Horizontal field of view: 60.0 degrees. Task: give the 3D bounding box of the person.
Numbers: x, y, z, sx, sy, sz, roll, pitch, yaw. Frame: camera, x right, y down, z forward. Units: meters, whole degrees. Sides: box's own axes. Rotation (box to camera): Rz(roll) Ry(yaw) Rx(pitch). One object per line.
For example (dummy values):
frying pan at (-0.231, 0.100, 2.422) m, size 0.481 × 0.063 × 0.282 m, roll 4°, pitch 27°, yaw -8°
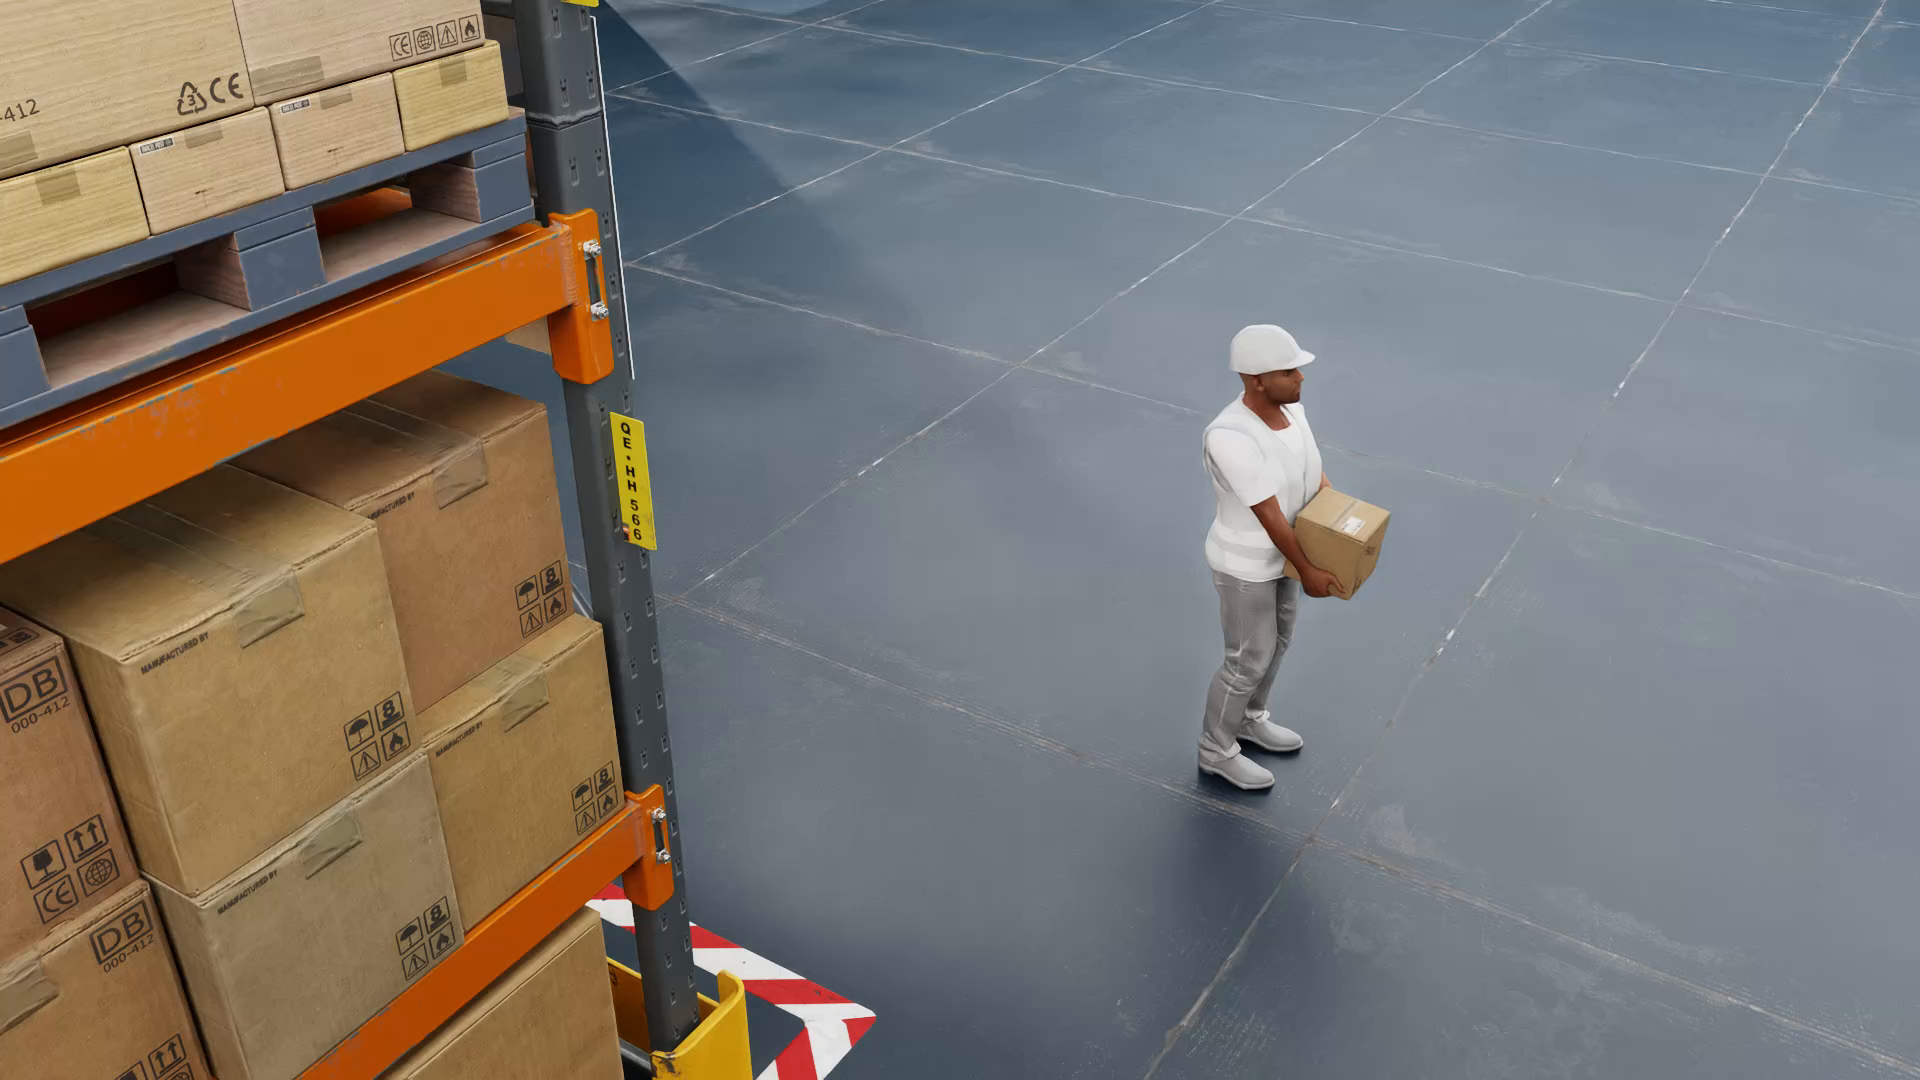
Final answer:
person at (1.163, 0.085, 5.968) m, size 0.577 × 1.760 × 0.503 m, roll 18°, pitch 35°, yaw 28°
